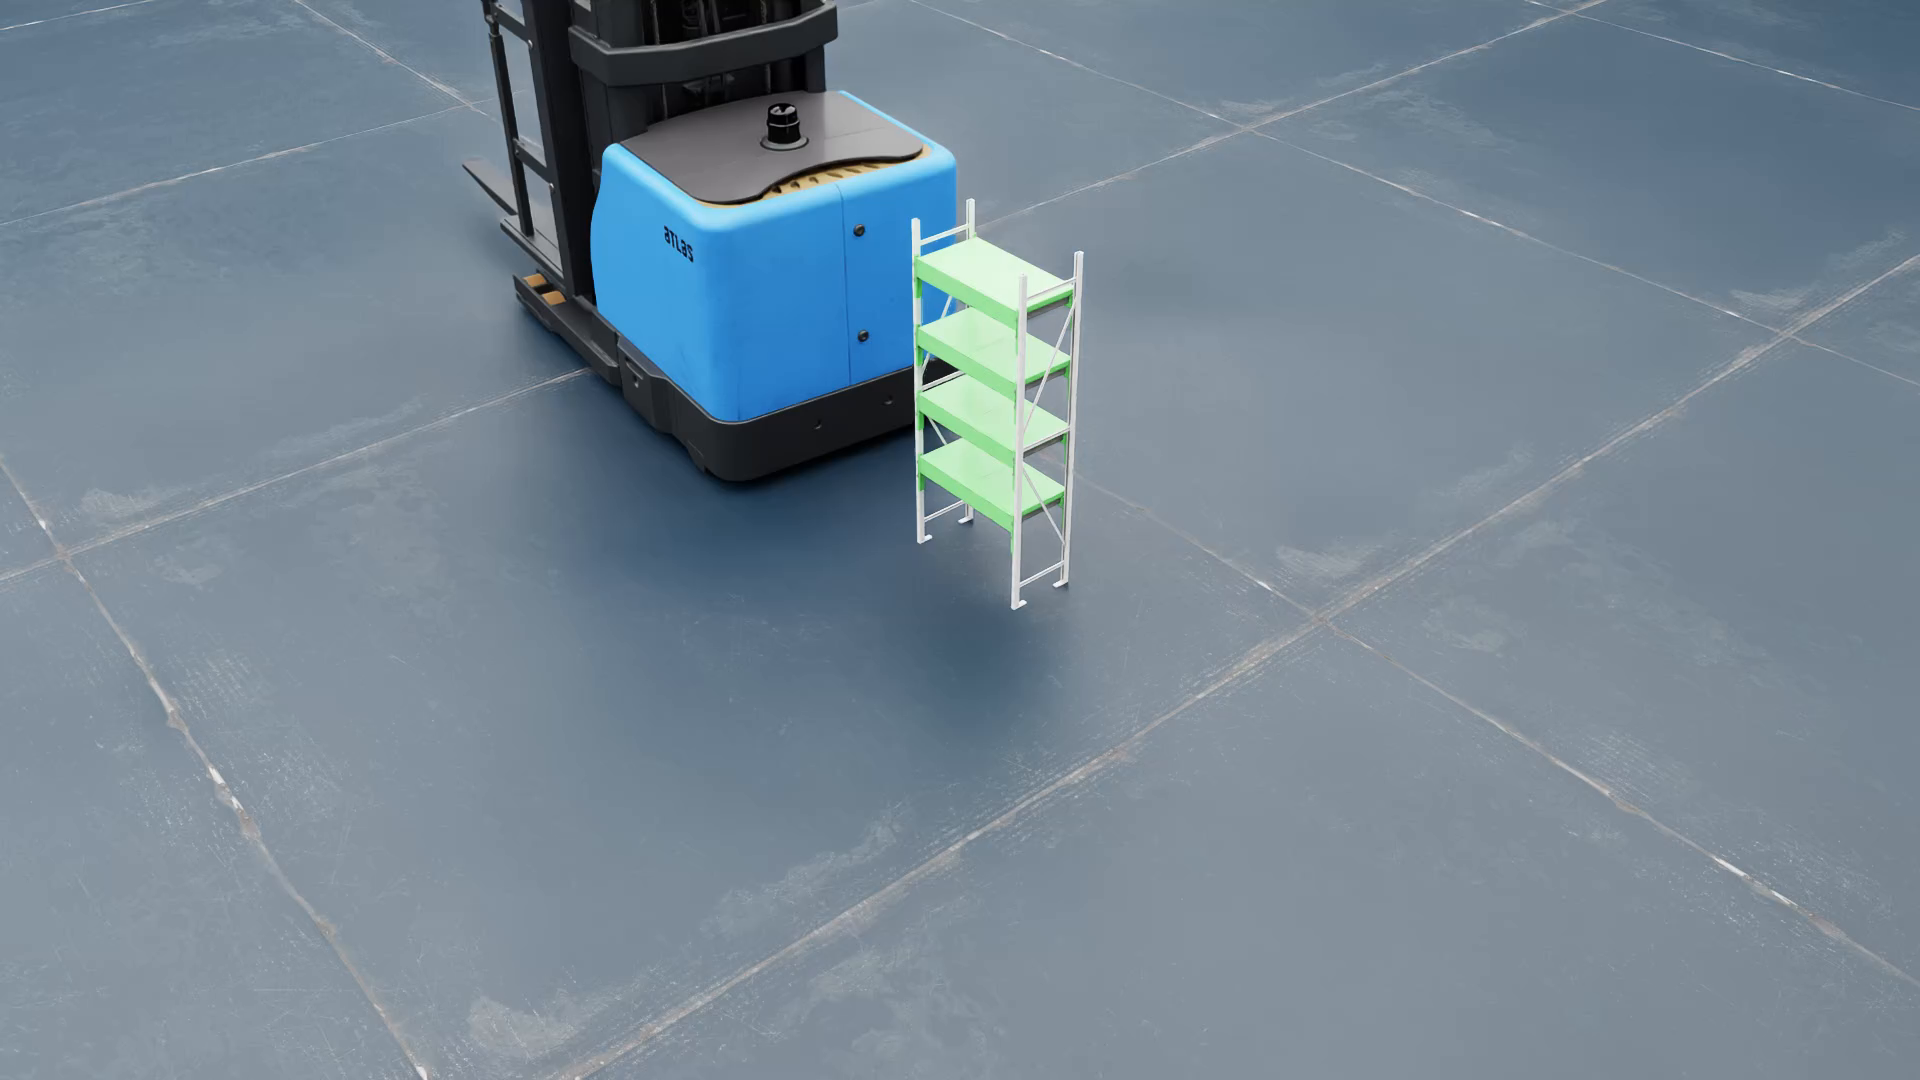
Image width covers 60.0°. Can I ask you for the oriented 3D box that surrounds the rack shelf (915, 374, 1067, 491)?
[{"bbox_3d":[0.107,-0.364,5.337,0.258,0.148,0.480,-26,43,-32],"label":"rack shelf"}]

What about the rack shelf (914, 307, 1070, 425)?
[{"bbox_3d":[0.107,-0.560,5.198,0.258,0.148,0.480,-26,43,-32],"label":"rack shelf"}]

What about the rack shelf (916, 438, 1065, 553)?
[{"bbox_3d":[0.107,-0.169,5.476,0.258,0.148,0.480,-26,43,-32],"label":"rack shelf"}]

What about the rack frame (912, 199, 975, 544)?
[{"bbox_3d":[-0.051,-0.524,5.452,0.240,1.200,0.015,-26,43,-32],"label":"rack frame"}]

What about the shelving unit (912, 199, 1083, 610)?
[{"bbox_3d":[0.107,-0.417,5.300,0.258,1.200,0.503,-26,43,-32],"label":"shelving unit"}]

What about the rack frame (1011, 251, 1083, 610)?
[{"bbox_3d":[0.264,-0.309,5.148,0.240,1.200,0.015,-26,43,-32],"label":"rack frame"}]

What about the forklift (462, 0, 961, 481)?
[{"bbox_3d":[-1.243,-2.214,6.340,1.130,2.935,3.031,-22,41,-27],"label":"forklift"}]

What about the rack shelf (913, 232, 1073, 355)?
[{"bbox_3d":[0.107,-0.756,5.060,0.258,0.148,0.480,-26,43,-32],"label":"rack shelf"}]
